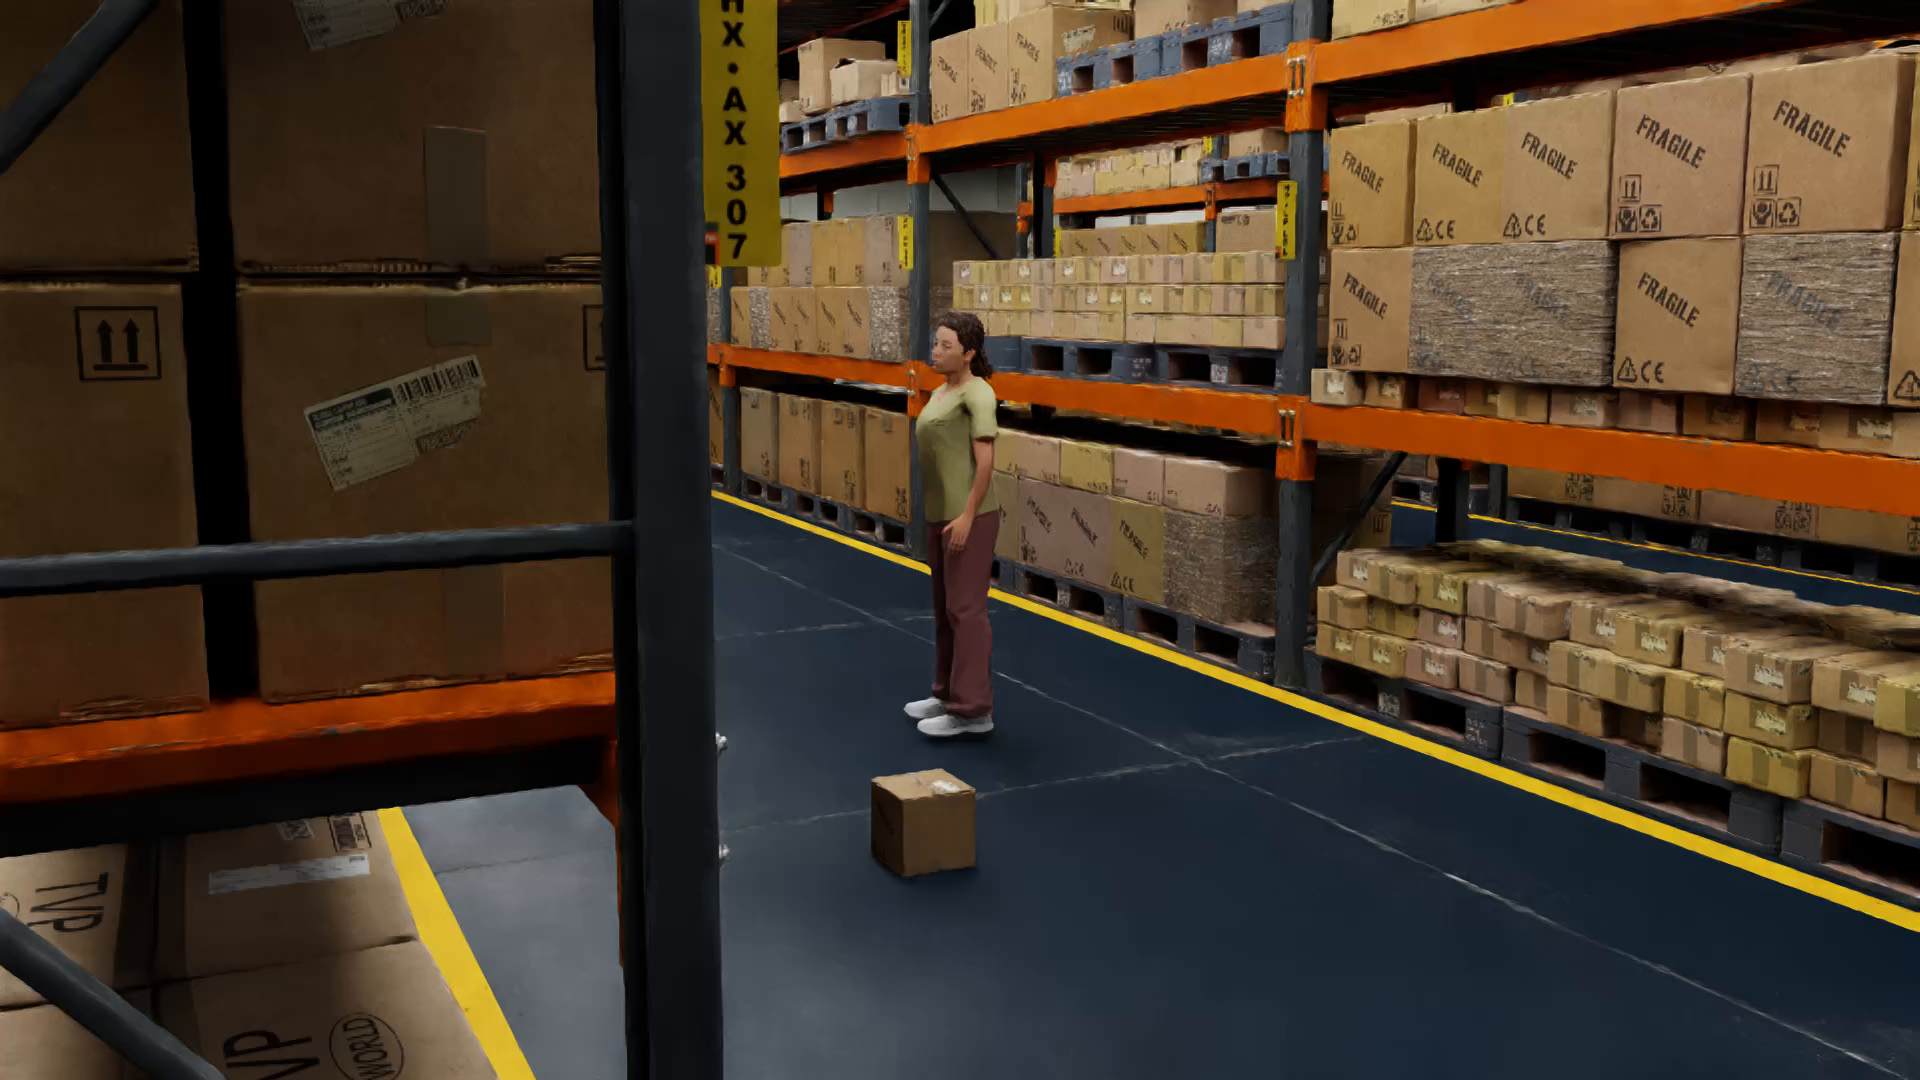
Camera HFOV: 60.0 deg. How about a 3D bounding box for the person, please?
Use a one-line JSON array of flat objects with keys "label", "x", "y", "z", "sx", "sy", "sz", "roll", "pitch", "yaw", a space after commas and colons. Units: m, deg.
[{"label": "person", "x": -0.027, "y": 0.056, "z": 6.681, "sx": 0.385, "sy": 1.428, "sz": 0.481, "roll": -4, "pitch": 9, "yaw": -23}]
